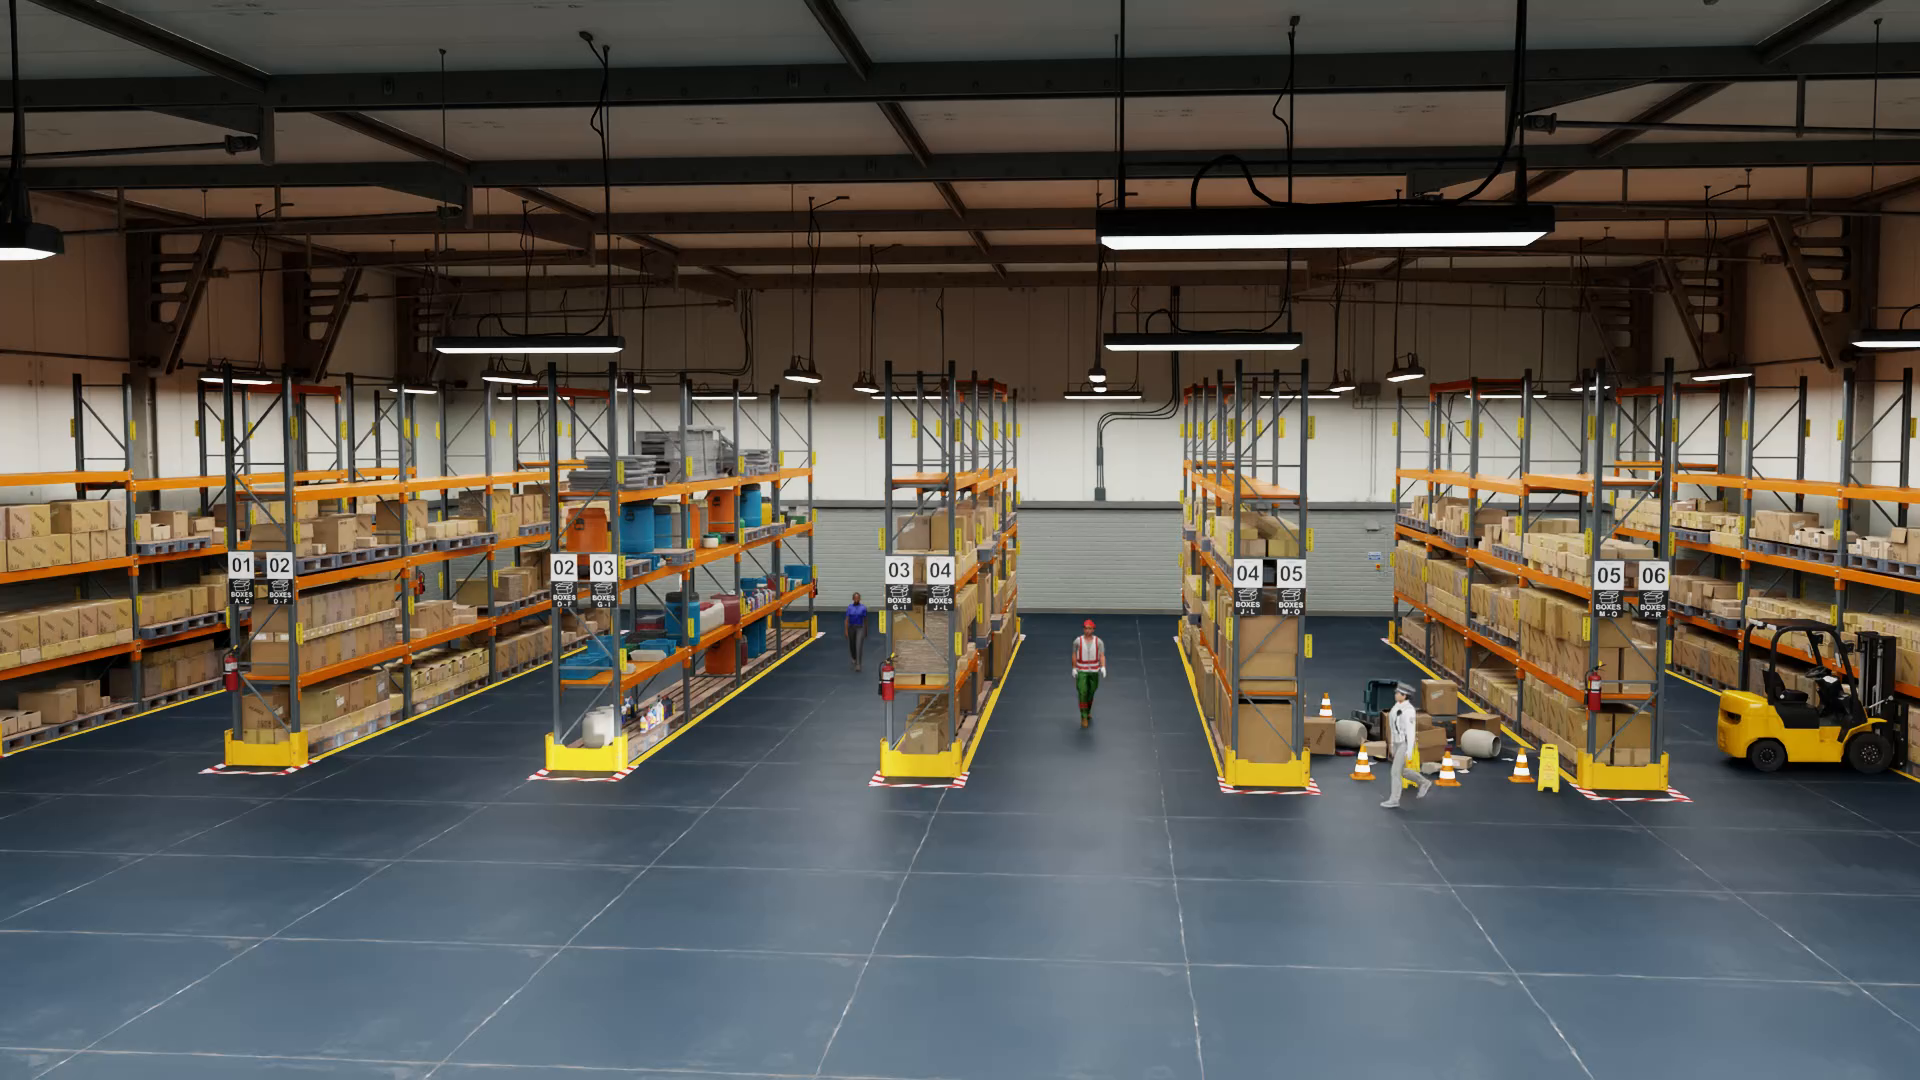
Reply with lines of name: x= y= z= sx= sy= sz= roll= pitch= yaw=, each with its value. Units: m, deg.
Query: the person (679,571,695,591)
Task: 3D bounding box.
person: x=-6.872 y=1.456 z=41.119 sx=0.639 sy=1.655 sz=0.525 roll=-1 pitch=4 yaw=-14

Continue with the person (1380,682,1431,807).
person: x=5.951 y=2.703 z=22.129 sx=0.813 sy=1.653 sz=0.497 roll=-1 pitch=4 yaw=-15

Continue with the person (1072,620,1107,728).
person: x=2.214 y=2.243 z=28.328 sx=0.538 sy=1.750 sz=0.969 roll=-1 pitch=4 yaw=-8

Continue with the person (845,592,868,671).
person: x=-2.171 y=1.890 z=34.860 sx=0.454 sy=1.594 sz=1.045 roll=0 pitch=4 yaw=5
